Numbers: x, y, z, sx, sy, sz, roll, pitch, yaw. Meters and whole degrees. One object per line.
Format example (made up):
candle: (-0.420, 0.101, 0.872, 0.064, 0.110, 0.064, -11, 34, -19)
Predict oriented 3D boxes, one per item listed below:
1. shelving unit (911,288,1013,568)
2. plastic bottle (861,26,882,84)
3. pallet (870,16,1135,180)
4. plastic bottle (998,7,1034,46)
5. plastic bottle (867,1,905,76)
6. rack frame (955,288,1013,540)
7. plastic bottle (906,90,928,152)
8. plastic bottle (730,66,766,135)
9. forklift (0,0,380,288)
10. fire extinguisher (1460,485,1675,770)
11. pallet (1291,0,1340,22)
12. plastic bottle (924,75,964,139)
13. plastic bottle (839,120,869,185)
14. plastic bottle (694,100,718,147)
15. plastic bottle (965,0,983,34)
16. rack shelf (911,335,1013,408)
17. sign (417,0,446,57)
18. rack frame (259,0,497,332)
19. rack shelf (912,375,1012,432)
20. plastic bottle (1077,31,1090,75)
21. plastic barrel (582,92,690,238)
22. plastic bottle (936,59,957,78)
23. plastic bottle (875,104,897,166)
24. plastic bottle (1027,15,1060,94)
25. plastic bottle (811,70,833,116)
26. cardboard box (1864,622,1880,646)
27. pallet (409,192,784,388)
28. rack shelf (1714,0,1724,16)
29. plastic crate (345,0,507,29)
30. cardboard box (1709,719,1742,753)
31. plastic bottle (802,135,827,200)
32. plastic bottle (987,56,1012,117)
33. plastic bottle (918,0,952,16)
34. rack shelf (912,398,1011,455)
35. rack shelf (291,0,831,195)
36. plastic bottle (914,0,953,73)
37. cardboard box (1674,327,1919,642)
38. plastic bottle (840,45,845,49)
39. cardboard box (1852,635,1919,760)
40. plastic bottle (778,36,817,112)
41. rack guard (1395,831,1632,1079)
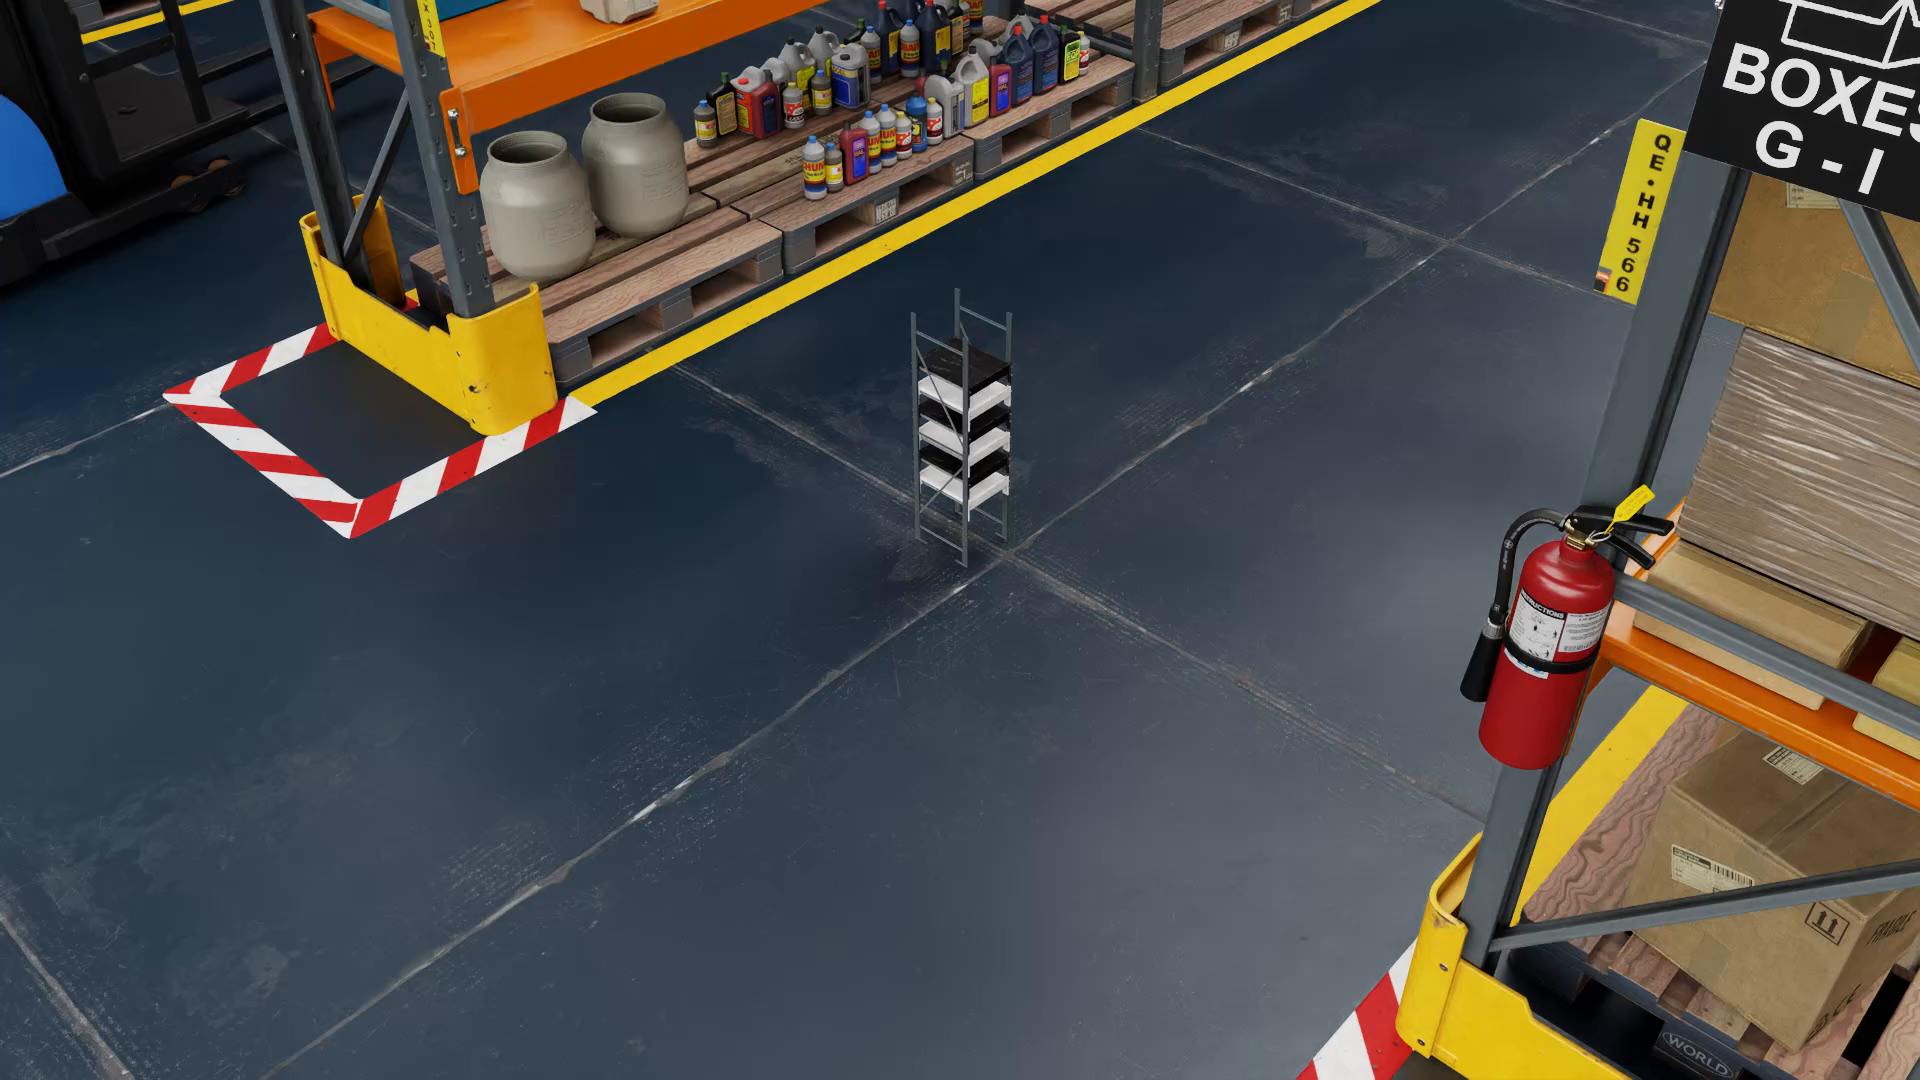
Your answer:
shelving unit: (0.005, -0.356, 5.475, 0.258, 0.900, 0.210, 30, 47, 32)
plastic bottle: (-0.438, -2.393, 8.188, 0.097, 0.271, 0.097, 0, 38, 0)
pallet: (0.128, -2.273, 8.438, 1.003, 0.211, 1.213, 30, 47, 32)
plastic bottle: (0.283, -2.434, 8.176, 0.144, 0.351, 0.185, 30, 47, 32)
plastic bottle: (-0.367, -2.507, 8.268, 0.144, 0.351, 0.185, 28, 46, 30)
rack frame: (0.074, -0.403, 5.533, 0.240, 0.900, 0.006, 30, 47, 32)
plastic bottle: (-0.198, -1.920, 7.594, 0.097, 0.271, 0.097, 0, 38, 0)
plastic bottle: (-0.981, -2.056, 7.760, 0.152, 0.276, 0.135, 30, 47, 32)
forklift: (-3.996, -2.801, 6.918, 1.130, 2.935, 3.031, 22, 44, 26)
fire extinguisher: (1.152, 0.152, 3.211, 0.296, 0.674, 0.183, 30, 47, 32)
pallet: (1.936, -3.504, 9.987, 1.003, 0.211, 1.213, 30, 47, 32)
plastic bottle: (-0.070, -2.035, 7.734, 0.152, 0.276, 0.135, 31, 48, 33)
plastic bottle: (-0.468, -1.725, 7.338, 0.061, 0.283, 0.133, 30, 48, 33)
plastic bottle: (-1.172, -1.922, 7.652, 0.097, 0.201, 0.097, 0, 38, 0)
plastic bottle: (0.073, -2.797, 8.696, 0.097, 0.271, 0.097, 0, 38, 0)
rack shelf: (0.005, -0.541, 5.327, 0.258, 0.077, 0.200, 30, 47, 32)
sign: (-1.684, -1.693, 5.246, 0.100, 0.325, 0.005, 30, 47, 32)
rack frame: (-2.087, -1.817, 5.625, 1.000, 3.000, 0.127, 30, 47, 32)
rack shelf: (0.005, -0.471, 5.383, 0.258, 0.077, 0.200, 30, 47, 32)
plastic bottle: (0.597, -2.434, 8.296, 0.097, 0.201, 0.097, 0, 38, 0)
plastic barrel: (-1.361, -1.573, 6.979, 0.421, 0.512, 0.421, 0, 38, 0)
plastic bottle: (-0.050, -2.142, 7.862, 0.061, 0.283, 0.133, 30, 47, 32)
plastic bottle: (-0.335, -1.827, 7.476, 0.097, 0.271, 0.097, 0, 38, 0)
plastic bottle: (0.390, -2.374, 8.100, 0.144, 0.351, 0.185, 28, 46, 31)
plastic bottle: (-0.660, -2.137, 7.923, 0.097, 0.201, 0.097, 0, 38, 0)
cardboard box: (1.778, 0.028, 3.506, 0.380, 0.149, 0.250, 30, 47, 32)
pallet: (-1.518, -1.152, 7.029, 1.003, 0.211, 1.213, 30, 47, 32)
rack shelf: (2.918, -1.549, 3.456, 1.077, 0.370, 4.000, 30, 47, 32)
plastic crate: (-1.970, -2.115, 6.119, 0.499, 0.251, 0.616, 30, 47, 32)
cardboard box: (2.381, 0.507, 4.373, 0.500, 0.500, 0.500, -22, 43, -25)
plastic bottle: (-0.634, -1.624, 7.221, 0.097, 0.271, 0.097, 0, 38, 0)
plastic bottle: (0.181, -2.167, 7.894, 0.133, 0.283, 0.061, -31, 48, -33)
plastic bottle: (-0.125, -2.639, 8.493, 0.152, 0.276, 0.135, 31, 48, 33)
rack shelf: (0.005, -0.400, 5.439, 0.258, 0.077, 0.200, 30, 47, 32)
rack shelf: (-0.738, -2.455, 7.005, 1.077, 0.370, 4.000, 30, 47, 32)
plastic bottle: (-0.133, -2.533, 8.301, 0.144, 0.351, 0.185, 30, 47, 32)
cardboard box: (1.960, -0.134, 3.190, 0.875, 0.500, 0.500, 30, 47, 32)
plastic bottle: (-0.575, -2.328, 8.163, 0.097, 0.201, 0.097, 0, 38, 0)
cardboard box: (1.937, 0.330, 3.127, 0.380, 0.149, 0.250, 30, 47, 32)
plastic bottle: (-0.779, -2.226, 7.915, 0.144, 0.351, 0.185, 32, 48, 33)
rack guard: (1.620, 1.206, 3.832, 1.175, 0.500, 0.348, 30, 47, 32)
